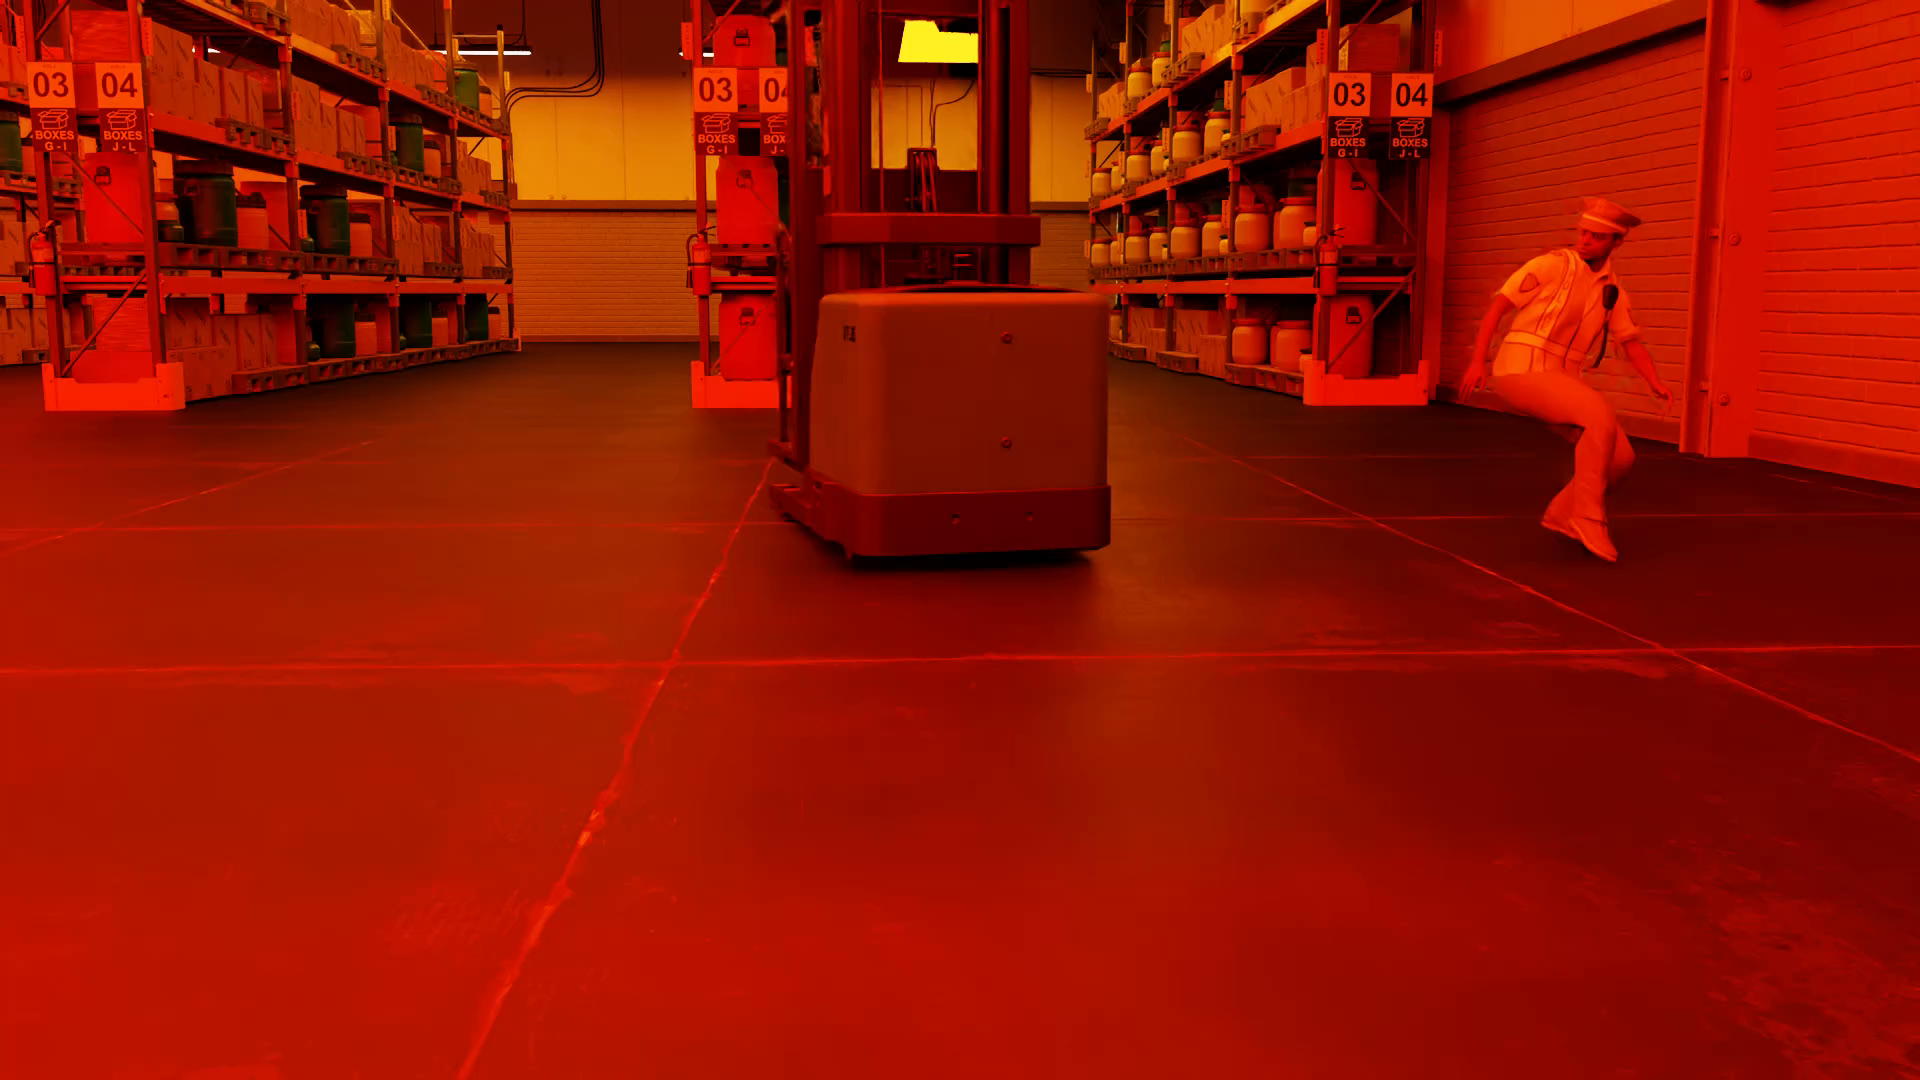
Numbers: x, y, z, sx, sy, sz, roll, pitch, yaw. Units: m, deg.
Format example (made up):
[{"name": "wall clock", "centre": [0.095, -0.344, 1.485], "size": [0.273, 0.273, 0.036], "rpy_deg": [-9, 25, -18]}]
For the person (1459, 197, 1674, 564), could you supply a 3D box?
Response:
[{"name": "person", "centre": [2.539, -0.670, 6.841], "size": [0.687, 1.459, 0.704], "rpy_deg": [-5, 10, -31]}]

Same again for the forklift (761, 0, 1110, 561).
[{"name": "forklift", "centre": [-0.300, -1.545, 7.734], "size": [1.130, 2.935, 3.031], "rpy_deg": [-2, 9, -16]}]
